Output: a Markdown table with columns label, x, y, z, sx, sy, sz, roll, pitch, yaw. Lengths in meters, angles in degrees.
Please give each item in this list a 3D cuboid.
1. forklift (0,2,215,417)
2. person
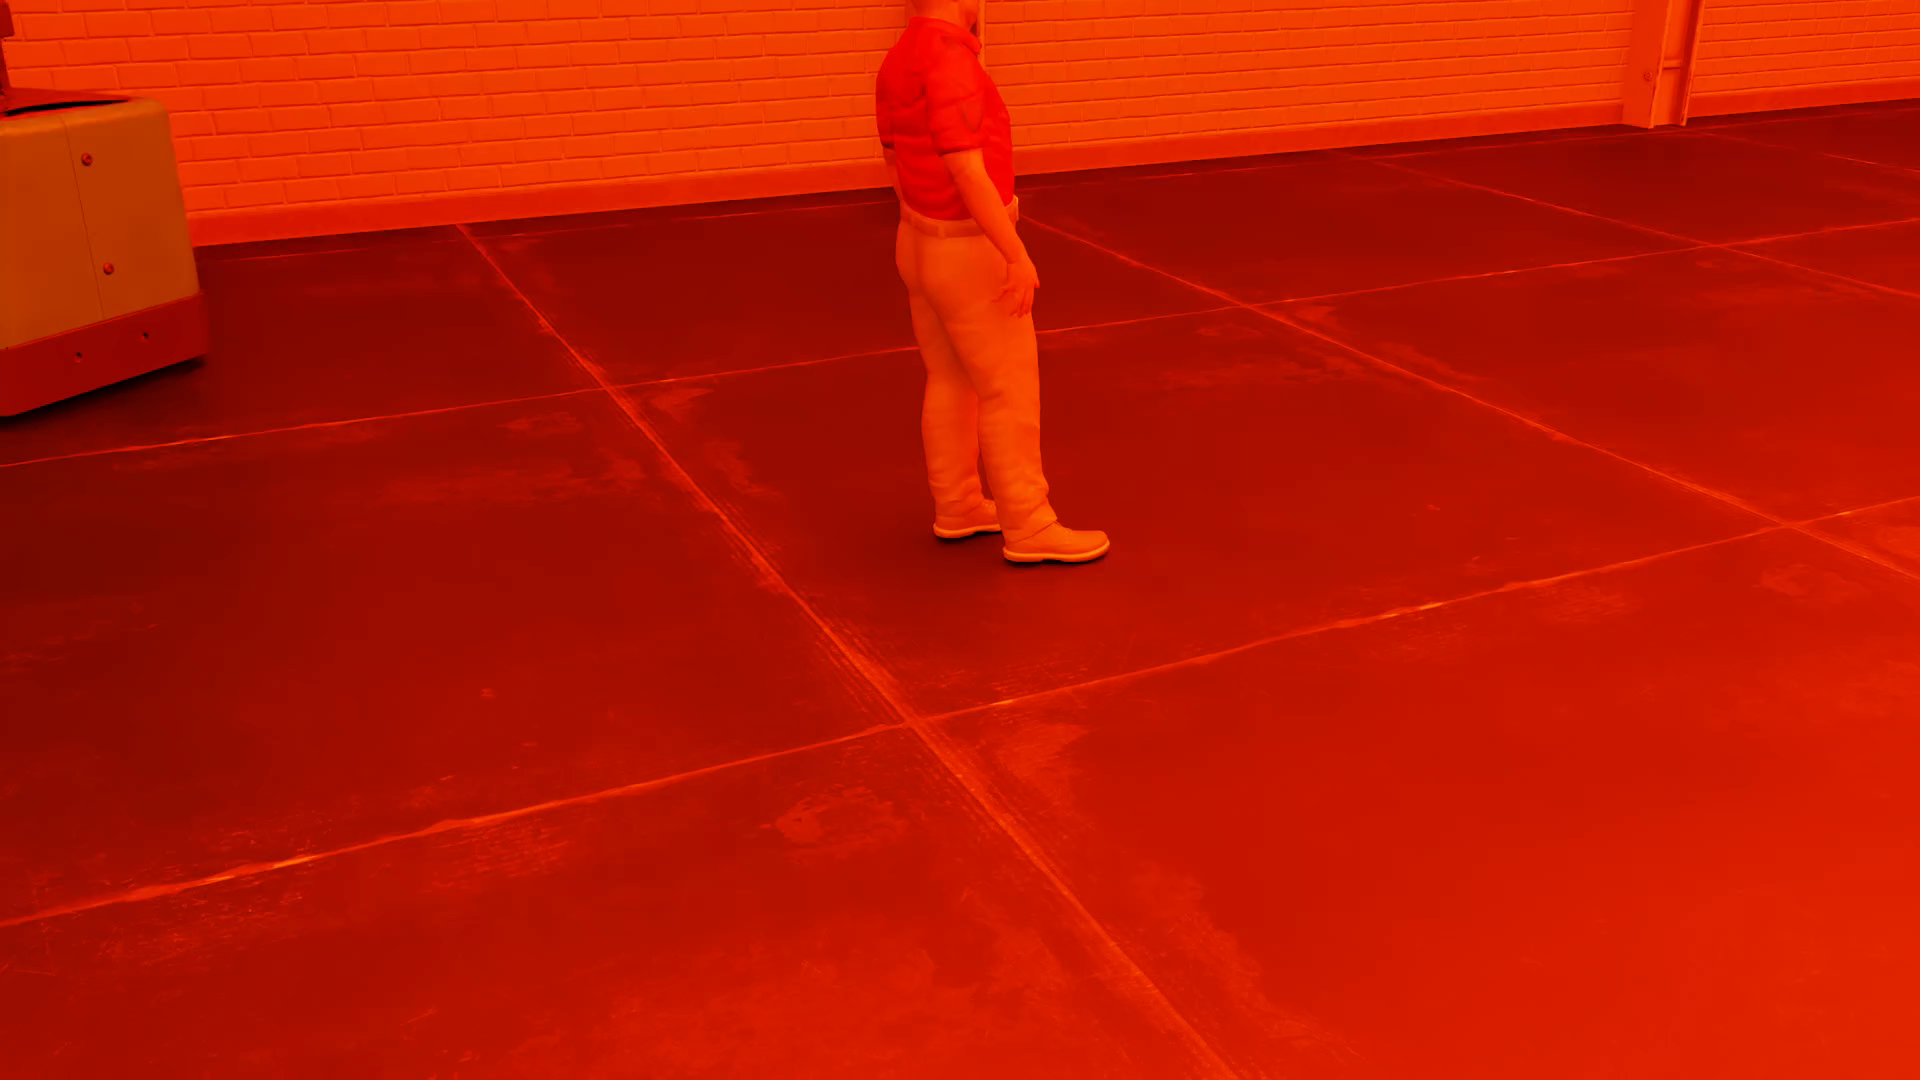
| label | x | y | z | sx | sy | sz | roll | pitch | yaw |
| --- | --- | --- | --- | --- | --- | --- | --- | --- | --- |
| forklift | -4.604 | -2.133 | 6.422 | 3.031 | 2.935 | 1.130 | 10 | 25 | 22 |
| person | 0.086 | -0.815 | 4.797 | 0.551 | 1.727 | 0.640 | -10 | 25 | -23 |
